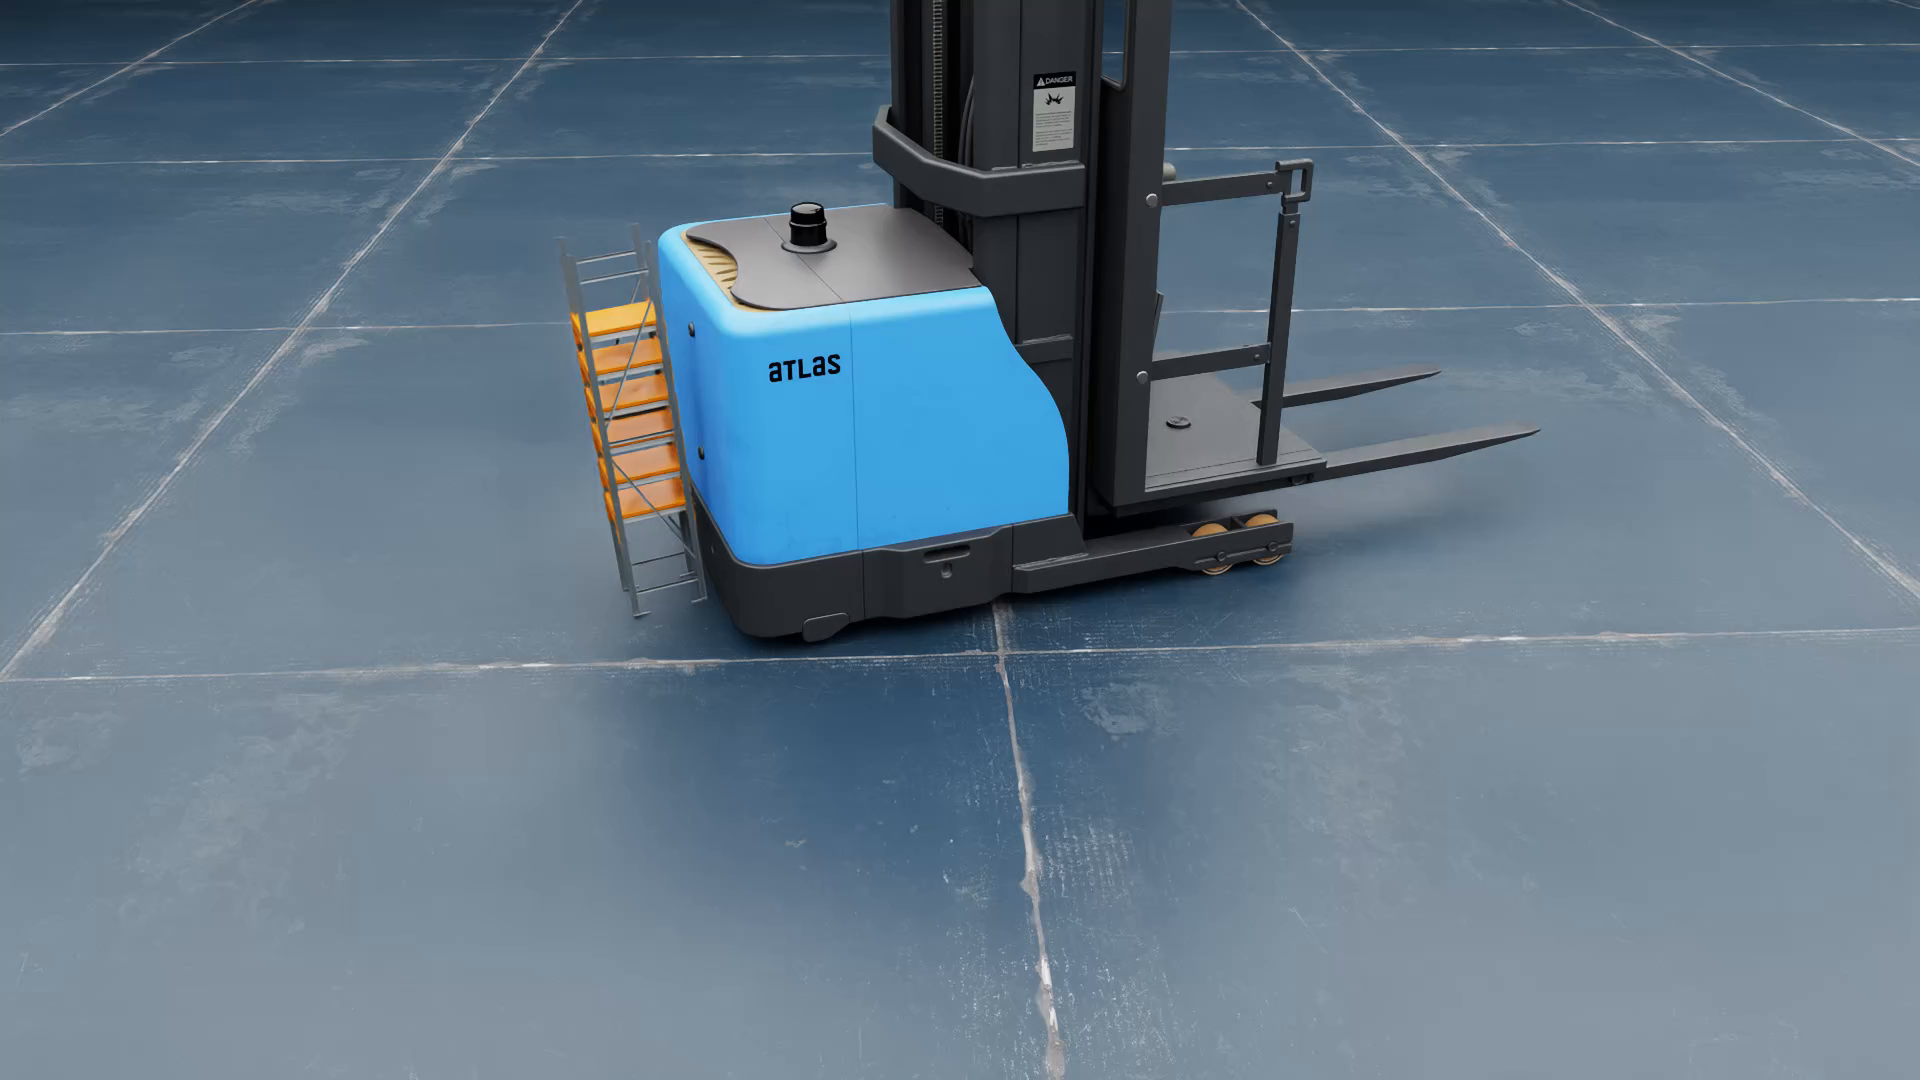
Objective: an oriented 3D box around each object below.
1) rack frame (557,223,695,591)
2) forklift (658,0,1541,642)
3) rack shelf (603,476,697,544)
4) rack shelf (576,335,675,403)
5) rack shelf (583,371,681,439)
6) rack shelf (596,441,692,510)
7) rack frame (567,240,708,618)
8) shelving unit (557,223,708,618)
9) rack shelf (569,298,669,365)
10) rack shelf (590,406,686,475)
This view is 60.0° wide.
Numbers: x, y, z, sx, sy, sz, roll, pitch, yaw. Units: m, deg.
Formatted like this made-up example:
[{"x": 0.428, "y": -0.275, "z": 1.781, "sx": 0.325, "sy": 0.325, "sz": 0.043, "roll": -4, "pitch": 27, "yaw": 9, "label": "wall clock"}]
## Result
[{"x": -1.027, "y": -0.385, "z": 5.173, "sx": 0.240, "sy": 1.200, "sz": 0.006, "roll": -14, "pitch": 30, "yaw": -17, "label": "rack frame"}, {"x": 0.582, "y": -1.402, "z": 5.268, "sx": 3.031, "sy": 2.935, "sz": 1.130, "roll": -10, "pitch": 29, "yaw": -18, "label": "forklift"}, {"x": -0.976, "y": -0.097, "z": 5.235, "sx": 0.258, "sy": 0.103, "sz": 0.180, "roll": -14, "pitch": 30, "yaw": -17, "label": "rack shelf"}, {"x": -1.006, "y": -0.517, "z": 5.004, "sx": 0.258, "sy": 0.103, "sz": 0.180, "roll": -14, "pitch": 30, "yaw": -17, "label": "rack shelf"}, {"x": -0.998, "y": -0.412, "z": 5.061, "sx": 0.258, "sy": 0.103, "sz": 0.180, "roll": -14, "pitch": 30, "yaw": -17, "label": "rack shelf"}, {"x": -0.983, "y": -0.202, "z": 5.177, "sx": 0.258, "sy": 0.103, "sz": 0.180, "roll": -14, "pitch": 30, "yaw": -17, "label": "rack shelf"}, {"x": -0.960, "y": -0.307, "z": 5.022, "sx": 0.240, "sy": 1.200, "sz": 0.006, "roll": -14, "pitch": 30, "yaw": -17, "label": "rack frame"}, {"x": -0.994, "y": -0.346, "z": 5.098, "sx": 0.258, "sy": 1.200, "sz": 0.189, "roll": -14, "pitch": 30, "yaw": -17, "label": "shelving unit"}, {"x": -1.014, "y": -0.622, "z": 4.946, "sx": 0.258, "sy": 0.103, "sz": 0.180, "roll": -14, "pitch": 30, "yaw": -17, "label": "rack shelf"}, {"x": -0.991, "y": -0.307, "z": 5.119, "sx": 0.258, "sy": 0.103, "sz": 0.180, "roll": -14, "pitch": 30, "yaw": -17, "label": "rack shelf"}]
